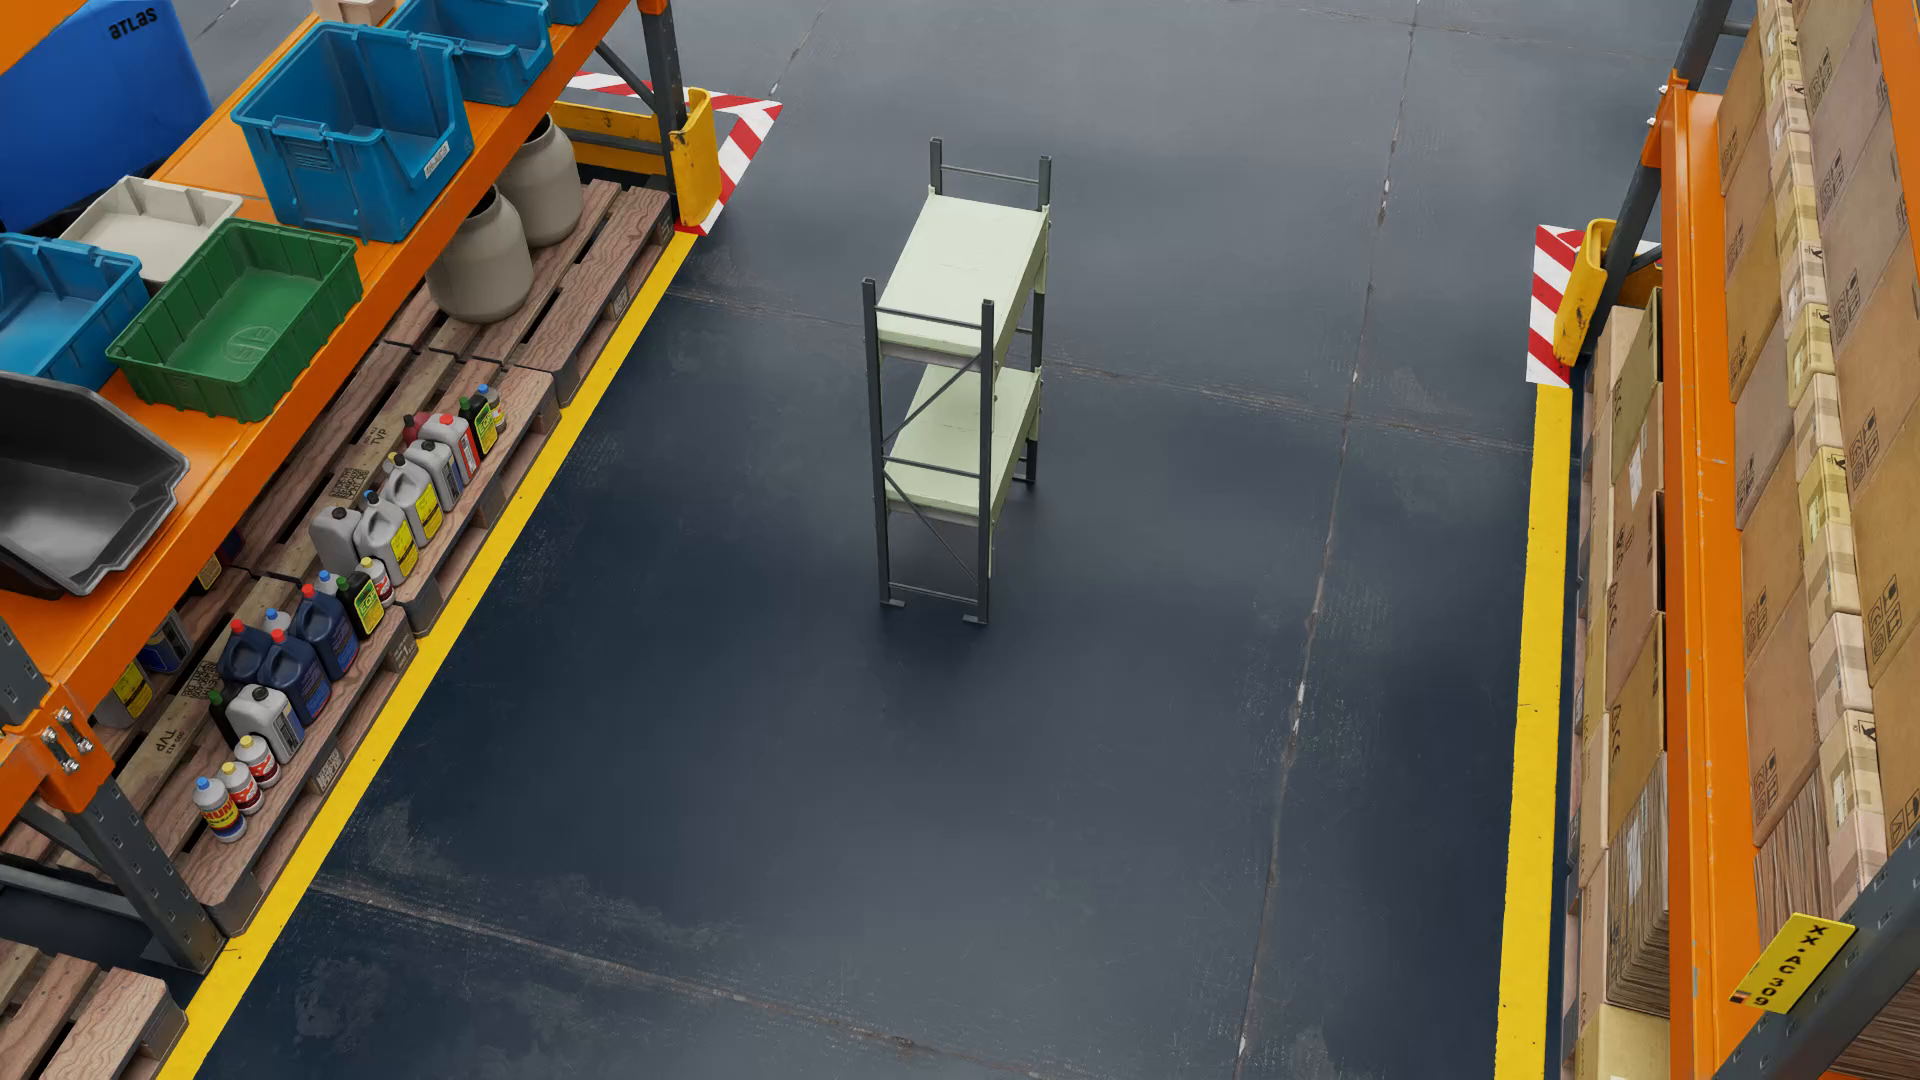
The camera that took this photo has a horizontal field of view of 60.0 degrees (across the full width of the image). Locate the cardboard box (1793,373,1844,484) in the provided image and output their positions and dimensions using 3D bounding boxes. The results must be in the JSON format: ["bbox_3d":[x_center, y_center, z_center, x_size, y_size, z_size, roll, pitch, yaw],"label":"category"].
[{"bbox_3d":[2.209,-0.229,3.952,0.380,0.149,0.250,13,50,11],"label":"cardboard box"}]

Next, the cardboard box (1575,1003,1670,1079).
[{"bbox_3d":[1.920,1.568,4.419,0.500,0.250,0.500,12,50,10],"label":"cardboard box"}]

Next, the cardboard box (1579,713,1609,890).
[{"bbox_3d":[2.178,0.844,5.058,0.500,0.250,0.500,12,50,10],"label":"cardboard box"}]

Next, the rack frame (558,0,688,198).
[{"bbox_3d":[-1.716,-2.697,6.630,1.000,3.000,0.127,12,50,10],"label":"rack frame"}]

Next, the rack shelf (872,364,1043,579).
[{"bbox_3d":[0.002,-0.285,5.936,0.431,0.370,0.720,12,50,10],"label":"rack shelf"}]

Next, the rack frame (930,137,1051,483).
[{"bbox_3d":[0.098,-0.766,5.926,0.400,1.500,0.023,12,50,10],"label":"rack frame"}]

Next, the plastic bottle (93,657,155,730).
[{"bbox_3d":[-2.739,0.433,5.341,0.144,0.351,0.185,12,50,10],"label":"plastic bottle"}]

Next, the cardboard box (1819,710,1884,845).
[{"bbox_3d":[1.940,0.511,3.299,0.380,0.149,0.250,11,49,9],"label":"cardboard box"}]

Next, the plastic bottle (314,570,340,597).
[{"bbox_3d":[-2.104,0.201,5.598,0.097,0.271,0.097,0,49,0],"label":"plastic bottle"}]

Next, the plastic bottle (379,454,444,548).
[{"bbox_3d":[-1.946,-0.154,5.858,0.144,0.351,0.185,13,50,12],"label":"plastic bottle"}]

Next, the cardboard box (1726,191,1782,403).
[{"bbox_3d":[2.656,-0.676,4.780,0.700,0.500,0.500,12,50,10],"label":"cardboard box"}]

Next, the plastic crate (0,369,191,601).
[{"bbox_3d":[-2.509,-0.137,4.412,0.767,0.338,0.504,12,50,10],"label":"plastic crate"}]

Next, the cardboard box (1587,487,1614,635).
[{"bbox_3d":[2.446,0.122,5.696,0.500,0.250,0.500,12,50,10],"label":"cardboard box"}]

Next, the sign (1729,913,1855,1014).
[{"bbox_3d":[1.473,0.755,2.953,0.100,0.325,0.005,12,50,10],"label":"sign"}]

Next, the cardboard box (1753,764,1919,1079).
[{"bbox_3d":[2.119,0.821,3.458,0.700,0.500,0.500,10,49,9],"label":"cardboard box"}]

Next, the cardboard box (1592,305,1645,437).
[{"bbox_3d":[2.706,-0.602,6.335,0.500,0.250,0.500,12,50,10],"label":"cardboard box"}]

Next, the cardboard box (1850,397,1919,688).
[{"bbox_3d":[2.251,0.026,3.295,0.700,0.500,0.500,11,50,10],"label":"cardboard box"}]

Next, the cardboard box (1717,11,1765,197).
[{"bbox_3d":[2.926,-1.415,5.432,0.700,0.500,0.500,12,50,10],"label":"cardboard box"}]

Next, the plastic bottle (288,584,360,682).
[{"bbox_3d":[-2.107,0.288,5.468,0.144,0.351,0.185,10,49,8],"label":"plastic bottle"}]

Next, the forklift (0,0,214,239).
[{"bbox_3d":[-4.651,-2.012,6.071,1.130,2.935,3.031,32,56,25],"label":"forklift"}]

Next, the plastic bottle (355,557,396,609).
[{"bbox_3d":[-2.010,0.138,5.701,0.097,0.201,0.097,0,49,0],"label":"plastic bottle"}]

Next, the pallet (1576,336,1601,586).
[{"bbox_3d":[2.901,-0.233,6.315,1.003,0.211,1.213,12,50,10],"label":"pallet"}]

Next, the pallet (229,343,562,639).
[{"bbox_3d":[-2.233,-0.244,6.325,1.003,0.211,1.213,12,50,10],"label":"pallet"}]

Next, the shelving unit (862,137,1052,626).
[{"bbox_3d":[0.002,-0.501,5.692,0.431,1.500,0.755,12,50,10],"label":"shelving unit"}]

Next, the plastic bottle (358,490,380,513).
[{"bbox_3d":[-2.074,-0.096,5.907,0.097,0.201,0.097,0,49,0],"label":"plastic bottle"}]

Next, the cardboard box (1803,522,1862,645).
[{"bbox_3d":[2.075,0.131,3.635,0.380,0.149,0.250,11,50,10],"label":"cardboard box"}]

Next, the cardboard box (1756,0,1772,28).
[{"bbox_3d":[2.750,-1.724,5.271,0.380,0.149,0.250,11,50,10],"label":"cardboard box"}]

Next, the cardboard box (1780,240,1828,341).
[{"bbox_3d":[2.345,-0.612,4.290,0.380,0.149,0.250,12,50,10],"label":"cardboard box"}]

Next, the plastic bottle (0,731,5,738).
[{"bbox_3d":[-2.974,0.652,5.247,0.097,0.201,0.097,0,49,0],"label":"plastic bottle"}]

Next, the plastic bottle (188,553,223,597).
[{"bbox_3d":[-2.637,0.056,5.719,0.061,0.283,0.133,12,50,10],"label":"plastic bottle"}]

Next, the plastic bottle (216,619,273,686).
[{"bbox_3d":[-2.295,0.396,5.373,0.144,0.351,0.185,12,50,10],"label":"plastic bottle"}]

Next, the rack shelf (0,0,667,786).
[{"bbox_3d":[-2.243,-1.013,5.623,1.077,0.370,4.000,12,50,10],"label":"rack shelf"}]

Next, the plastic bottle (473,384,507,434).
[{"bbox_3d":[-1.777,-0.502,6.265,0.097,0.201,0.097,0,49,0],"label":"plastic bottle"}]

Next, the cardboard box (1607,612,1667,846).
[{"bbox_3d":[2.191,0.599,4.775,0.500,0.500,0.500,12,50,10],"label":"cardboard box"}]

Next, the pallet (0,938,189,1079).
[{"bbox_3d":[-2.938,1.694,4.614,1.003,0.211,1.213,12,50,10],"label":"pallet"}]

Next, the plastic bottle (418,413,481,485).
[{"bbox_3d":[-1.870,-0.350,6.081,0.152,0.276,0.135,12,50,10],"label":"plastic bottle"}]

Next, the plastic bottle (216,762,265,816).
[{"bbox_3d":[-2.236,0.759,5.153,0.097,0.201,0.097,0,49,0],"label":"plastic bottle"}]

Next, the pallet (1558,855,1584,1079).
[{"bbox_3d":[2.258,1.532,4.757,1.003,0.211,1.213,12,50,10],"label":"pallet"}]

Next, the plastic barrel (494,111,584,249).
[{"bbox_3d":[-1.816,-1.522,6.972,0.421,0.512,0.421,0,49,0],"label":"plastic barrel"}]

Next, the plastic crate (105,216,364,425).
[{"bbox_3d":[-2.140,-0.660,4.973,0.450,0.188,0.662,12,50,10],"label":"plastic crate"}]

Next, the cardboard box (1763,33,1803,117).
[{"bbox_3d":[2.616,-1.352,4.943,0.380,0.149,0.250,12,50,10],"label":"cardboard box"}]

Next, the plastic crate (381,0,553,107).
[{"bbox_3d":[-1.736,-1.759,5.901,0.499,0.251,0.408,12,50,10],"label":"plastic crate"}]

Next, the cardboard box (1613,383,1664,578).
[{"bbox_3d":[2.457,-0.124,5.413,0.500,0.500,0.500,12,50,10],"label":"cardboard box"}]

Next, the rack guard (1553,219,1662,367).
[{"bbox_3d":[3.068,-0.907,6.717,1.175,0.500,0.348,12,50,10],"label":"rack guard"}]

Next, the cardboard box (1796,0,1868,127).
[{"bbox_3d":[2.779,-1.425,4.575,0.700,0.500,0.500,10,49,9],"label":"cardboard box"}]

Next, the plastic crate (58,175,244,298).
[{"bbox_3d":[-2.586,-0.941,5.256,0.530,0.136,0.437,12,50,10],"label":"plastic crate"}]

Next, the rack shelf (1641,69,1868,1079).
[{"bbox_3d":[2.535,-0.033,4.758,1.077,0.370,4.000,12,50,10],"label":"rack shelf"}]

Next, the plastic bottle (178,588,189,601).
[{"bbox_3d":[-2.742,0.032,5.695,0.144,0.351,0.185,11,50,10],"label":"plastic bottle"}]

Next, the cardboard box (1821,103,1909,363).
[{"bbox_3d":[2.515,-0.698,3.933,0.700,0.500,0.500,12,50,10],"label":"cardboard box"}]

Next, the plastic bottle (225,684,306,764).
[{"bbox_3d":[-2.204,0.568,5.271,0.152,0.276,0.135,13,50,11],"label":"plastic bottle"}]

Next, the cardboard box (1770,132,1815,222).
[{"bbox_3d":[2.480,-0.977,4.612,0.380,0.149,0.250,10,49,9],"label":"cardboard box"}]

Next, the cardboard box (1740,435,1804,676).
[{"bbox_3d":[2.388,0.076,4.116,0.700,0.500,0.500,12,50,11],"label":"cardboard box"}]
